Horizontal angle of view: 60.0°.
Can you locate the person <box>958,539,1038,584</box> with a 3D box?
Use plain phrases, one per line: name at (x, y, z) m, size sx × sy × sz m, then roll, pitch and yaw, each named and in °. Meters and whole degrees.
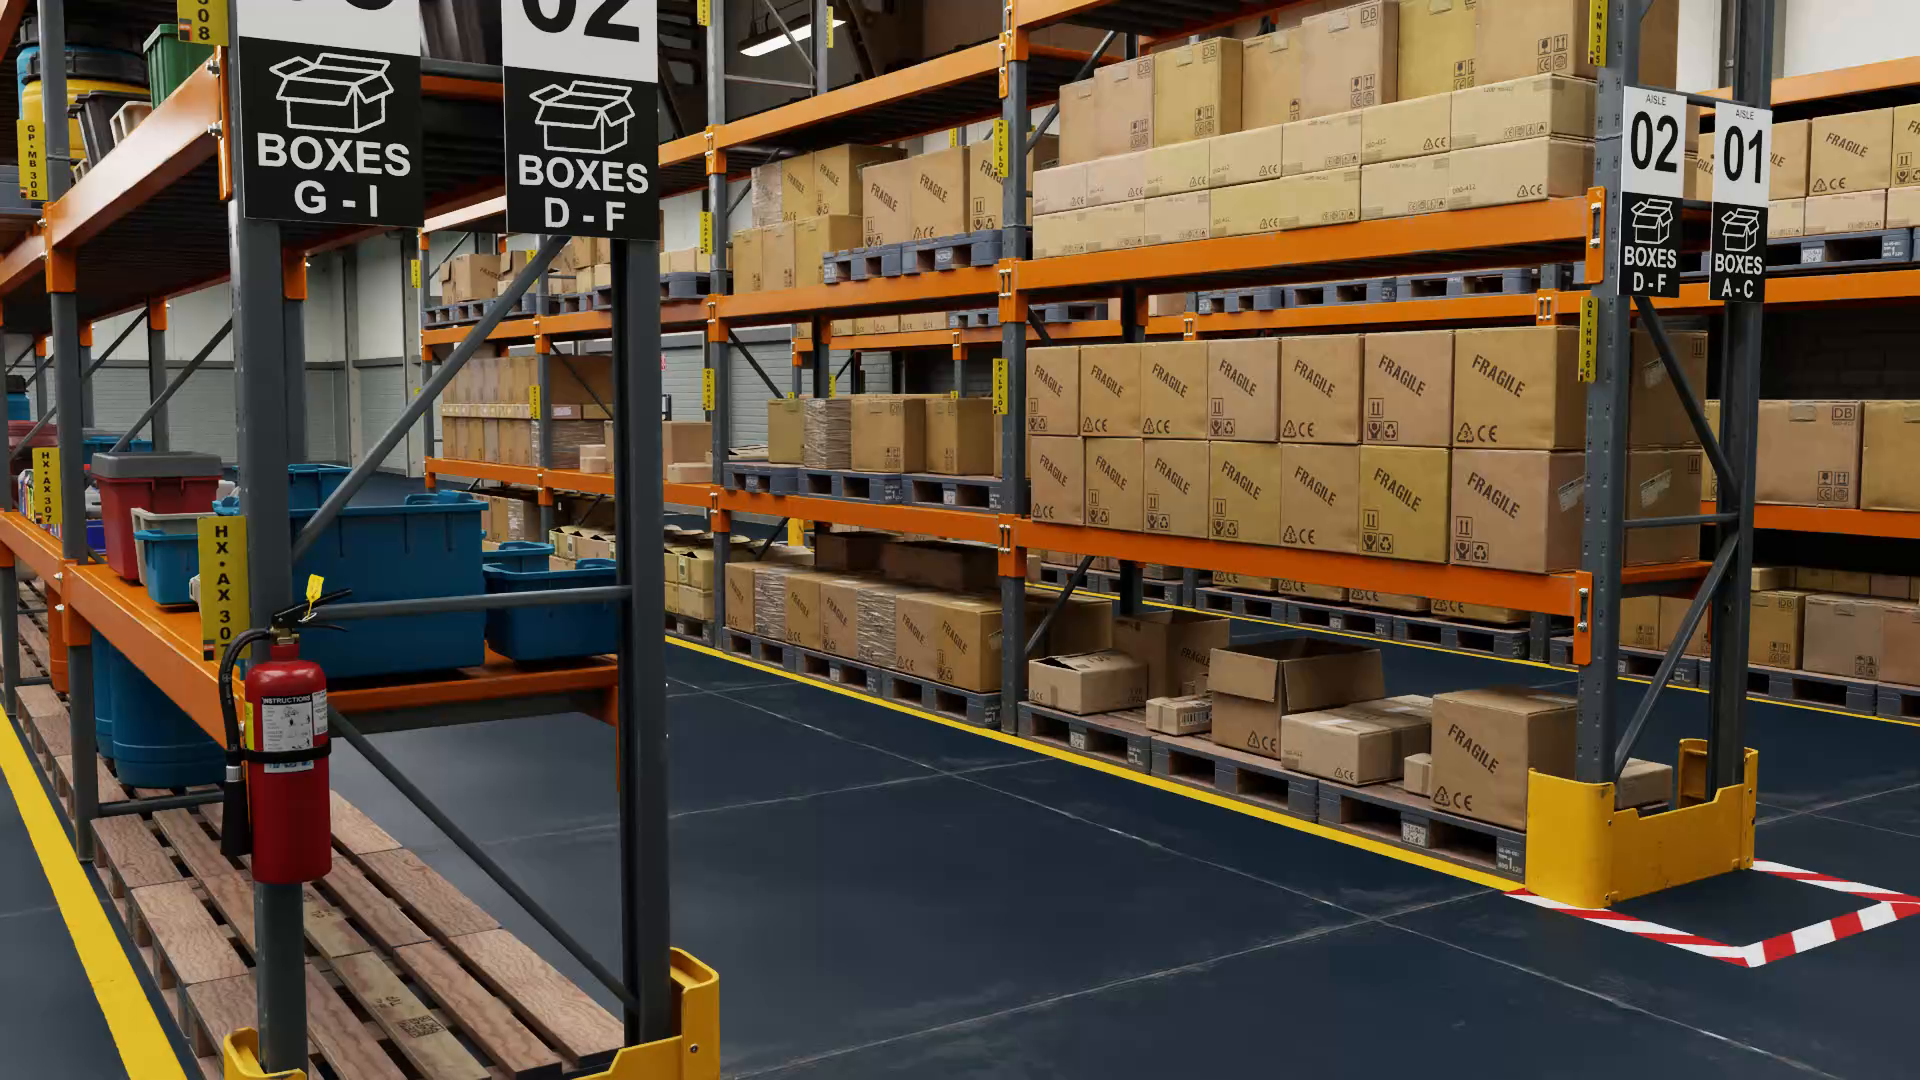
person at (0.347, 0.181, 16.341) m, size 0.849 × 0.892 × 0.430 m, roll -4°, pitch 6°, yaw -36°
